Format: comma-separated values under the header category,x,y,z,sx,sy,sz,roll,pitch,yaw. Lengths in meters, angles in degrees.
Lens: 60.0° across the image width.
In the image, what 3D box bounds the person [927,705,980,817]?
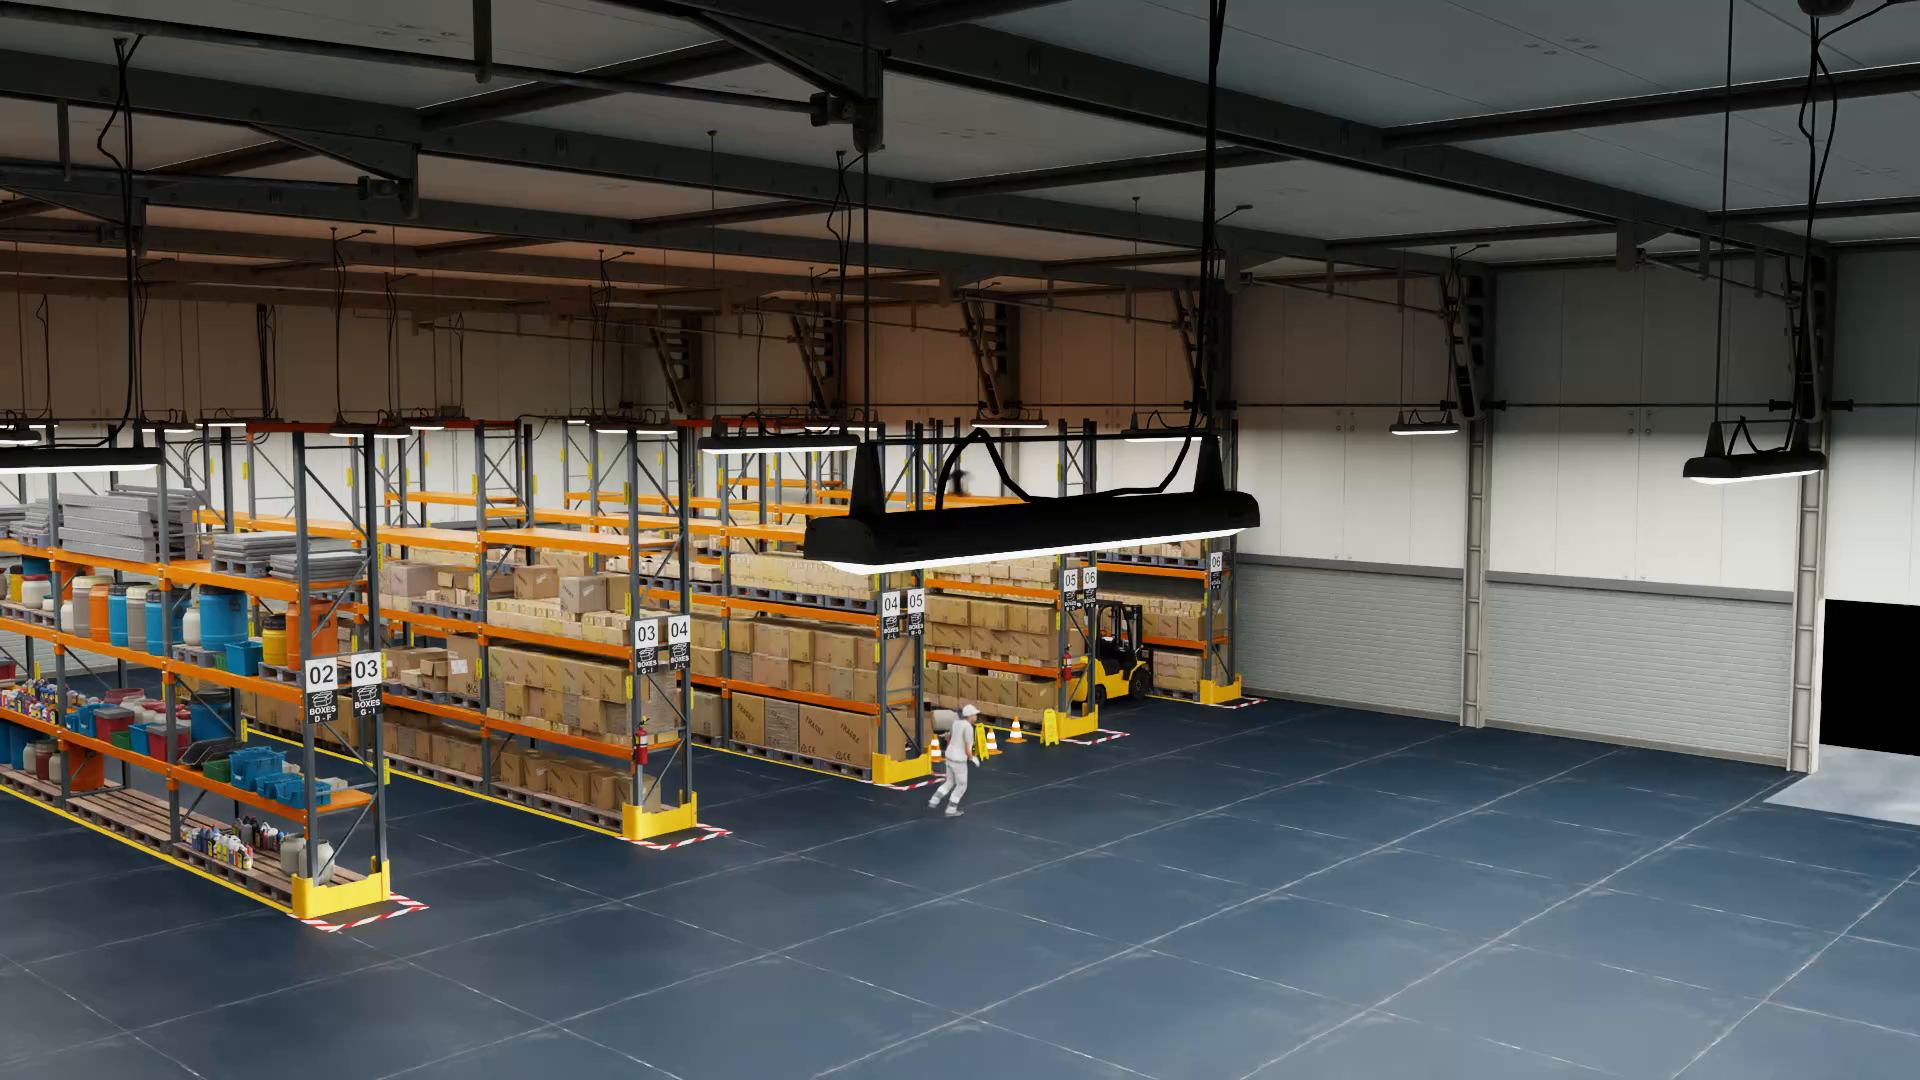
category,x,y,z,sx,sy,sz,roll,pitch,yaw
person,-0.084,3.393,25.504,0.789,1.717,0.641,-2,5,-27
